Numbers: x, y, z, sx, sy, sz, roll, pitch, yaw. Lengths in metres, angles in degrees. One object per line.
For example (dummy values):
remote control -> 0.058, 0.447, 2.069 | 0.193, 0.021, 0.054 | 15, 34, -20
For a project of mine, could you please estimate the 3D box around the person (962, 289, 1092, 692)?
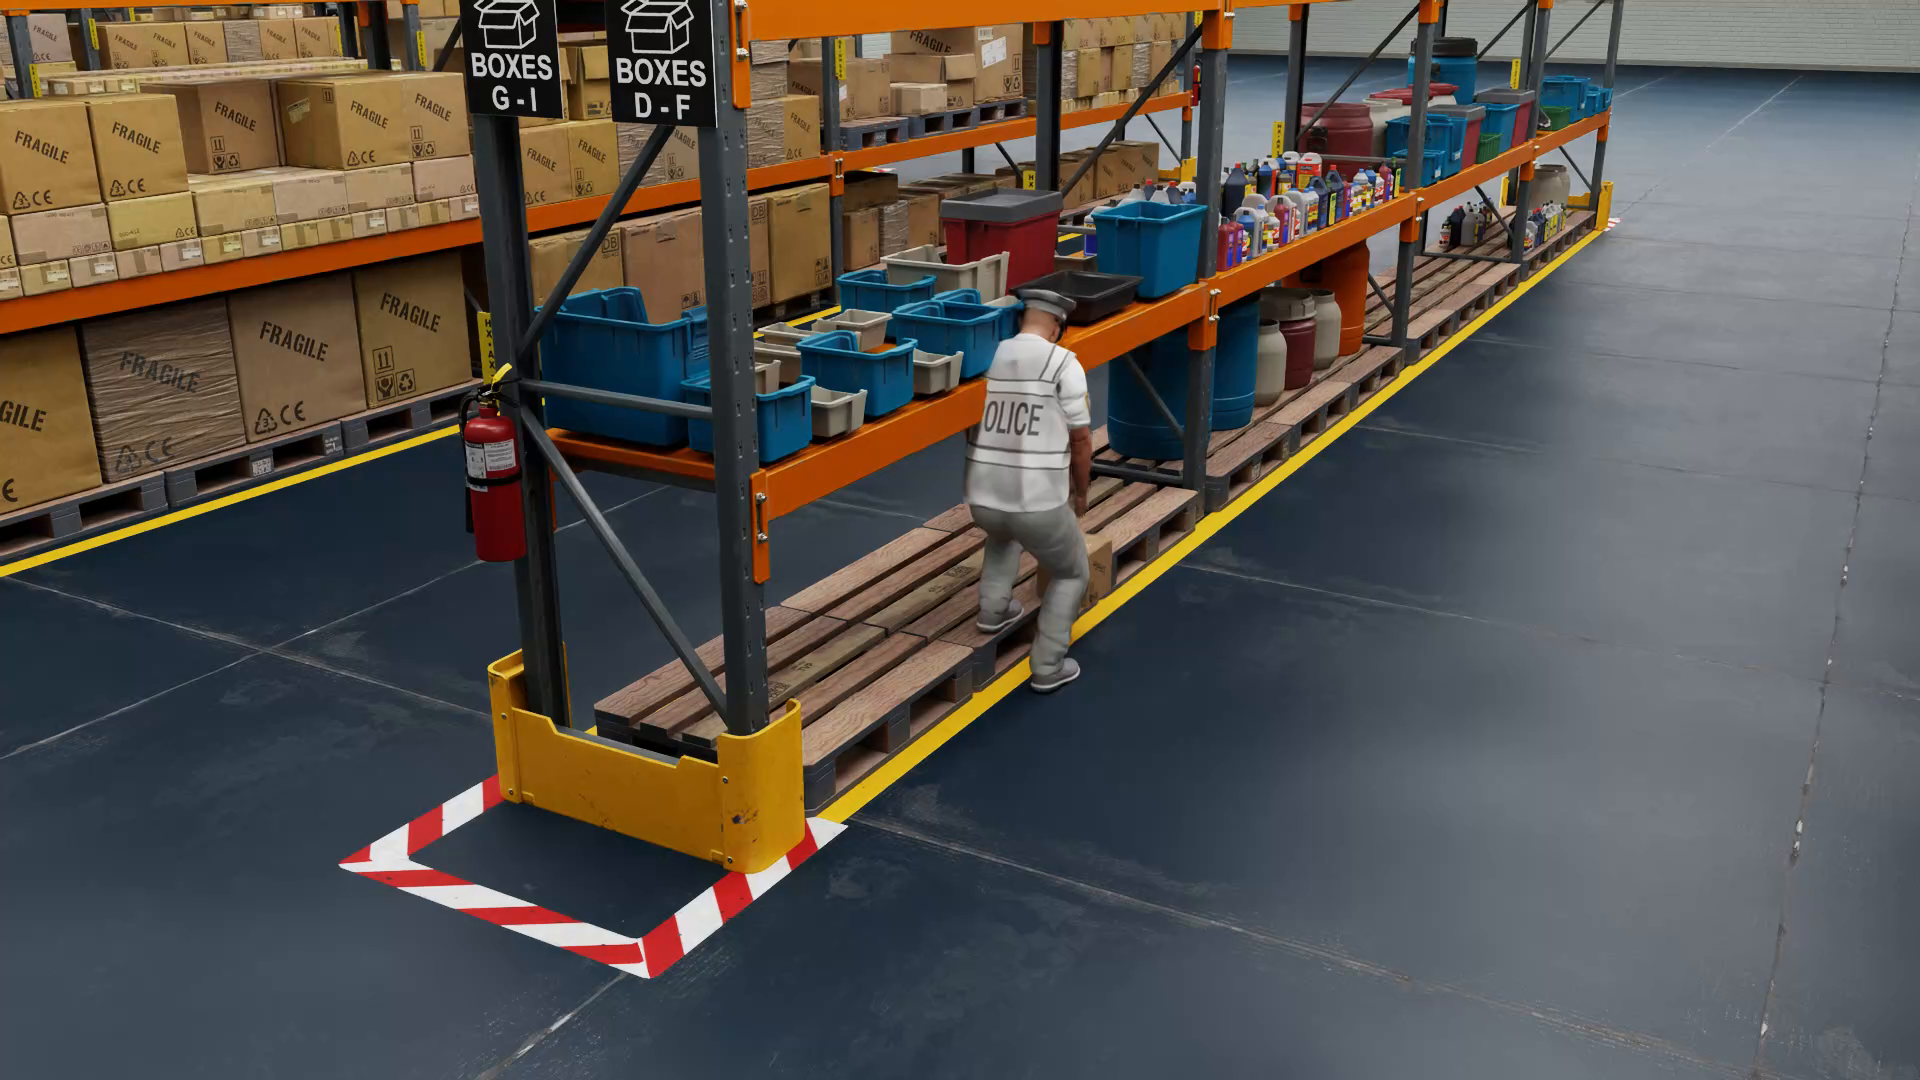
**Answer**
person -> 0.263, -0.202, 6.841 | 0.575, 1.629, 0.618 | 11, 22, 28
